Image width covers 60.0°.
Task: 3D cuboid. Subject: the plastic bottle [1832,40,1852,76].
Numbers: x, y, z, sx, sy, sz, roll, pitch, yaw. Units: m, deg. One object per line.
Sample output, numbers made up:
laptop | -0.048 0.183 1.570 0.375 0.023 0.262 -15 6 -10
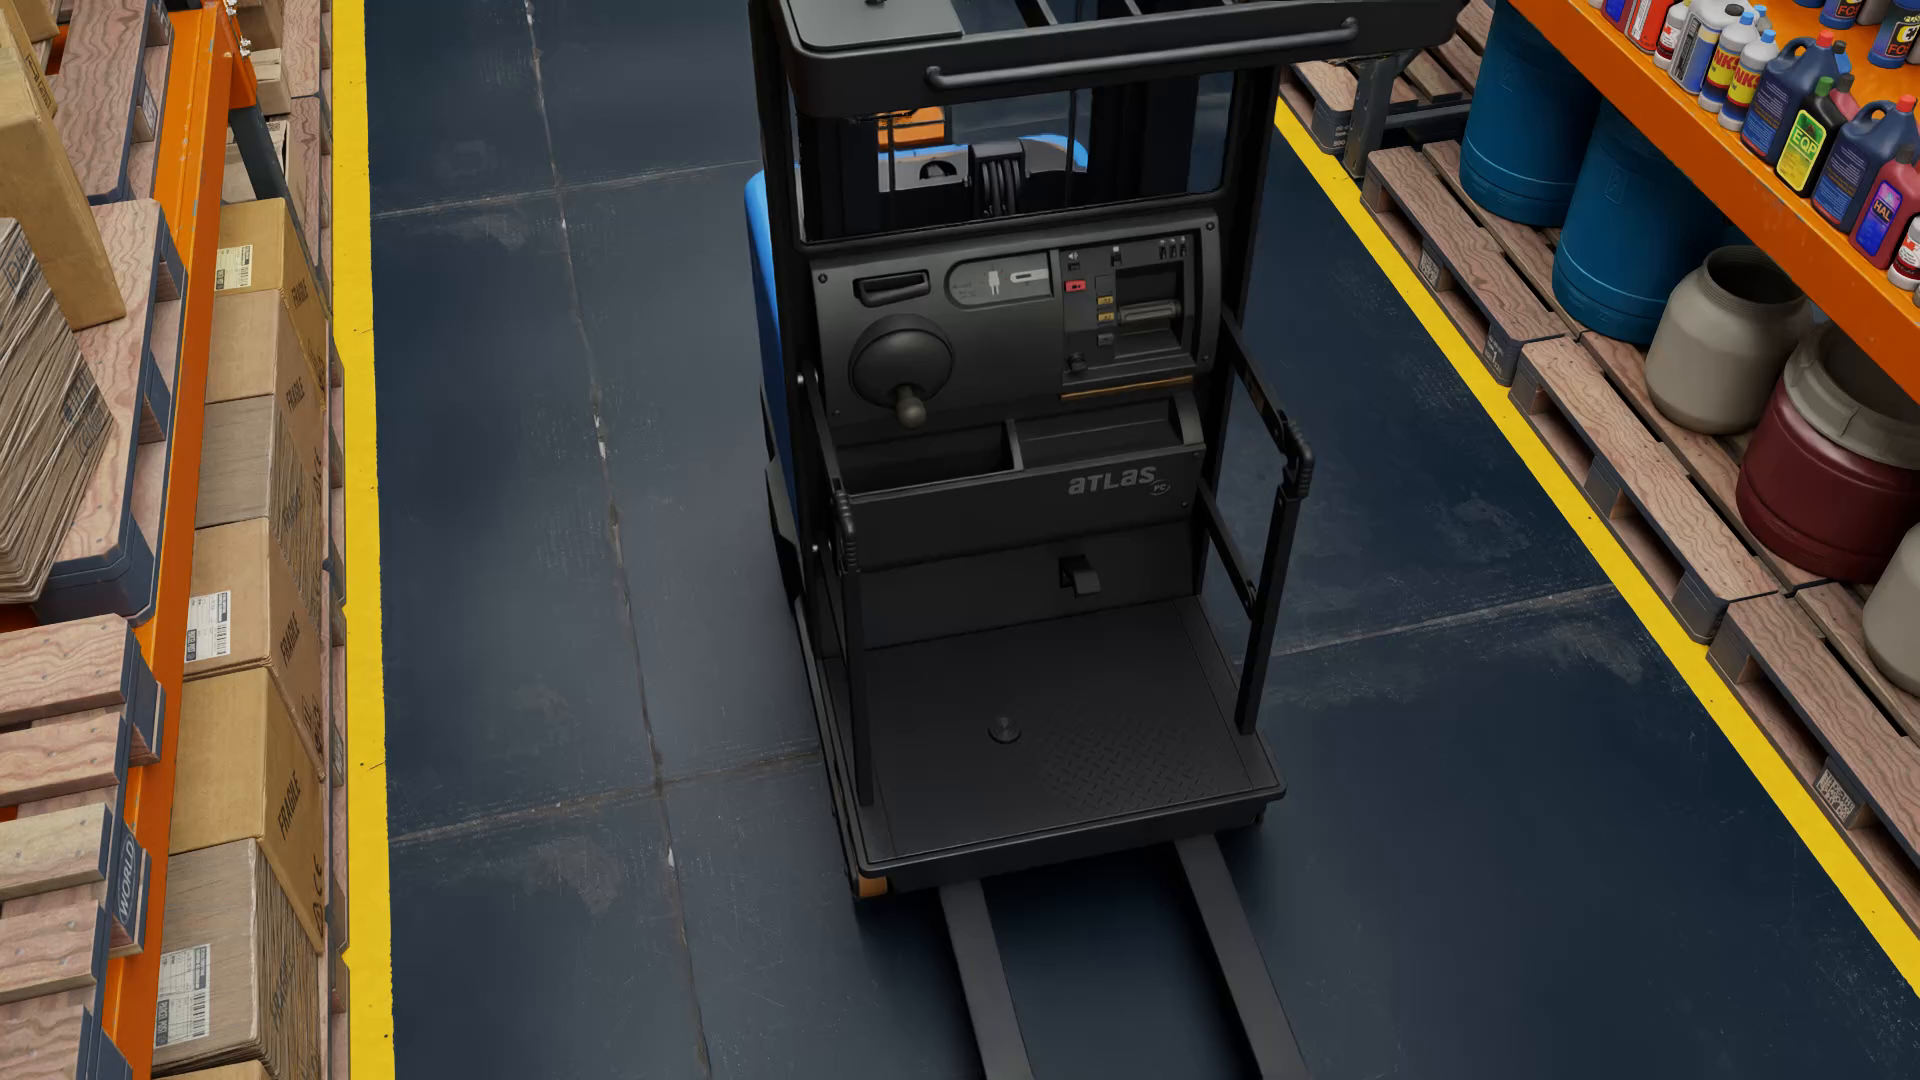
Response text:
plastic bottle | 2.285 -1.194 4.410 0.097 0.271 0.097 0 46 0

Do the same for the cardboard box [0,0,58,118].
cardboard box | -2.601 -1.068 3.833 0.700 0.500 0.500 -4 46 -4

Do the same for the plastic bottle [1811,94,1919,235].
plastic bottle | 2.261 -0.950 4.115 0.144 0.351 0.185 -11 47 -10

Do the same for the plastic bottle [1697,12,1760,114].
plastic bottle | 2.095 -1.302 4.516 0.097 0.271 0.097 0 46 0

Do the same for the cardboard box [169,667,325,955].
cardboard box | -1.823 0.691 3.915 0.500 0.500 0.500 -11 47 -11

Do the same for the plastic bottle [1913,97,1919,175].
plastic bottle | 2.353 -0.963 4.175 0.061 0.283 0.133 -11 47 -10

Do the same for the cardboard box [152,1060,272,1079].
cardboard box | -1.560 1.398 3.221 0.500 0.500 0.500 -9 46 -9

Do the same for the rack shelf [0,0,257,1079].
rack shelf | -2.232 -0.085 3.737 1.077 0.370 4.000 -11 47 -10

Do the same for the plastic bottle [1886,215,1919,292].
plastic bottle | 2.308 -0.704 3.978 0.097 0.201 0.097 0 46 0

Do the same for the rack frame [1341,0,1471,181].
rack frame | 2.046 -2.621 5.718 1.000 3.000 0.127 -11 47 -10

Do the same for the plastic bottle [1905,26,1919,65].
plastic bottle | 2.775 -1.511 4.717 0.152 0.276 0.135 -11 47 -10

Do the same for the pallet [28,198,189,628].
pallet | -2.222 -0.231 3.510 1.003 0.211 1.213 -11 47 -10

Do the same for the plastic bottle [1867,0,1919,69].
plastic bottle | 2.660 -1.474 4.684 0.097 0.271 0.097 0 46 0

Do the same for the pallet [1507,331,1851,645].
pallet | 2.519 -0.260 5.357 1.003 0.211 1.213 -11 47 -10

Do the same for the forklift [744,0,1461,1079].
forklift | 0.187 -0.399 3.589 1.130 2.935 3.031 -9 46 -9

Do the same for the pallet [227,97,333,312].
pallet | -2.919 -1.216 6.294 1.003 0.211 1.213 -11 47 -10

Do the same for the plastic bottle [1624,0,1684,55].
plastic bottle | 2.033 -1.549 4.754 0.152 0.276 0.135 -11 47 -10

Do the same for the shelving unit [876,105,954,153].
shelving unit | -0.198 -1.030 5.419 0.258 1.200 0.503 -9 46 -9

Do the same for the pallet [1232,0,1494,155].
pallet | 1.820 -2.145 7.205 1.003 0.211 1.213 -11 47 -10

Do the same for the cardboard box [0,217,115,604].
cardboard box | -2.039 -0.218 3.000 0.700 0.500 0.500 -3 46 -3

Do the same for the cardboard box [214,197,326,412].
cardboard box | -2.340 -0.708 5.286 0.500 0.500 0.500 -11 47 -11

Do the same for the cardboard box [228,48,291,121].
cardboard box | -2.873 -1.805 6.594 0.380 0.166 0.250 -11 47 -10

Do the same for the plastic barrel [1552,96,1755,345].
plastic barrel | 2.350 -1.166 5.467 0.600 0.901 0.708 -11 47 -10

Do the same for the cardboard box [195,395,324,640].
cardboard box | -2.094 -0.019 4.611 0.500 0.500 0.500 -10 46 -10

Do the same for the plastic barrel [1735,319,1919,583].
plastic barrel | 2.639 -0.276 4.815 0.600 0.588 0.708 -11 47 -10

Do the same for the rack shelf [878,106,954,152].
rack shelf | -0.198 -1.305 5.139 0.258 0.148 0.480 -9 46 -9

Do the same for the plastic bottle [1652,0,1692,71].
plastic bottle | 2.036 -1.438 4.698 0.097 0.201 0.097 0 46 0

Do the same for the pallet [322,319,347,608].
pallet | -2.499 -0.187 5.285 1.003 0.211 1.213 -11 47 -10

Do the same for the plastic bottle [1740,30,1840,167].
plastic bottle | 2.179 -1.169 4.330 0.144 0.351 0.185 -11 47 -10

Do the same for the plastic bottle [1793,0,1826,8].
plastic bottle | 2.566 -1.727 4.932 0.097 0.271 0.097 0 46 0

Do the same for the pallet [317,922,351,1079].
pallet | -1.874 1.498 3.634 1.003 0.211 1.213 -11 47 -10
